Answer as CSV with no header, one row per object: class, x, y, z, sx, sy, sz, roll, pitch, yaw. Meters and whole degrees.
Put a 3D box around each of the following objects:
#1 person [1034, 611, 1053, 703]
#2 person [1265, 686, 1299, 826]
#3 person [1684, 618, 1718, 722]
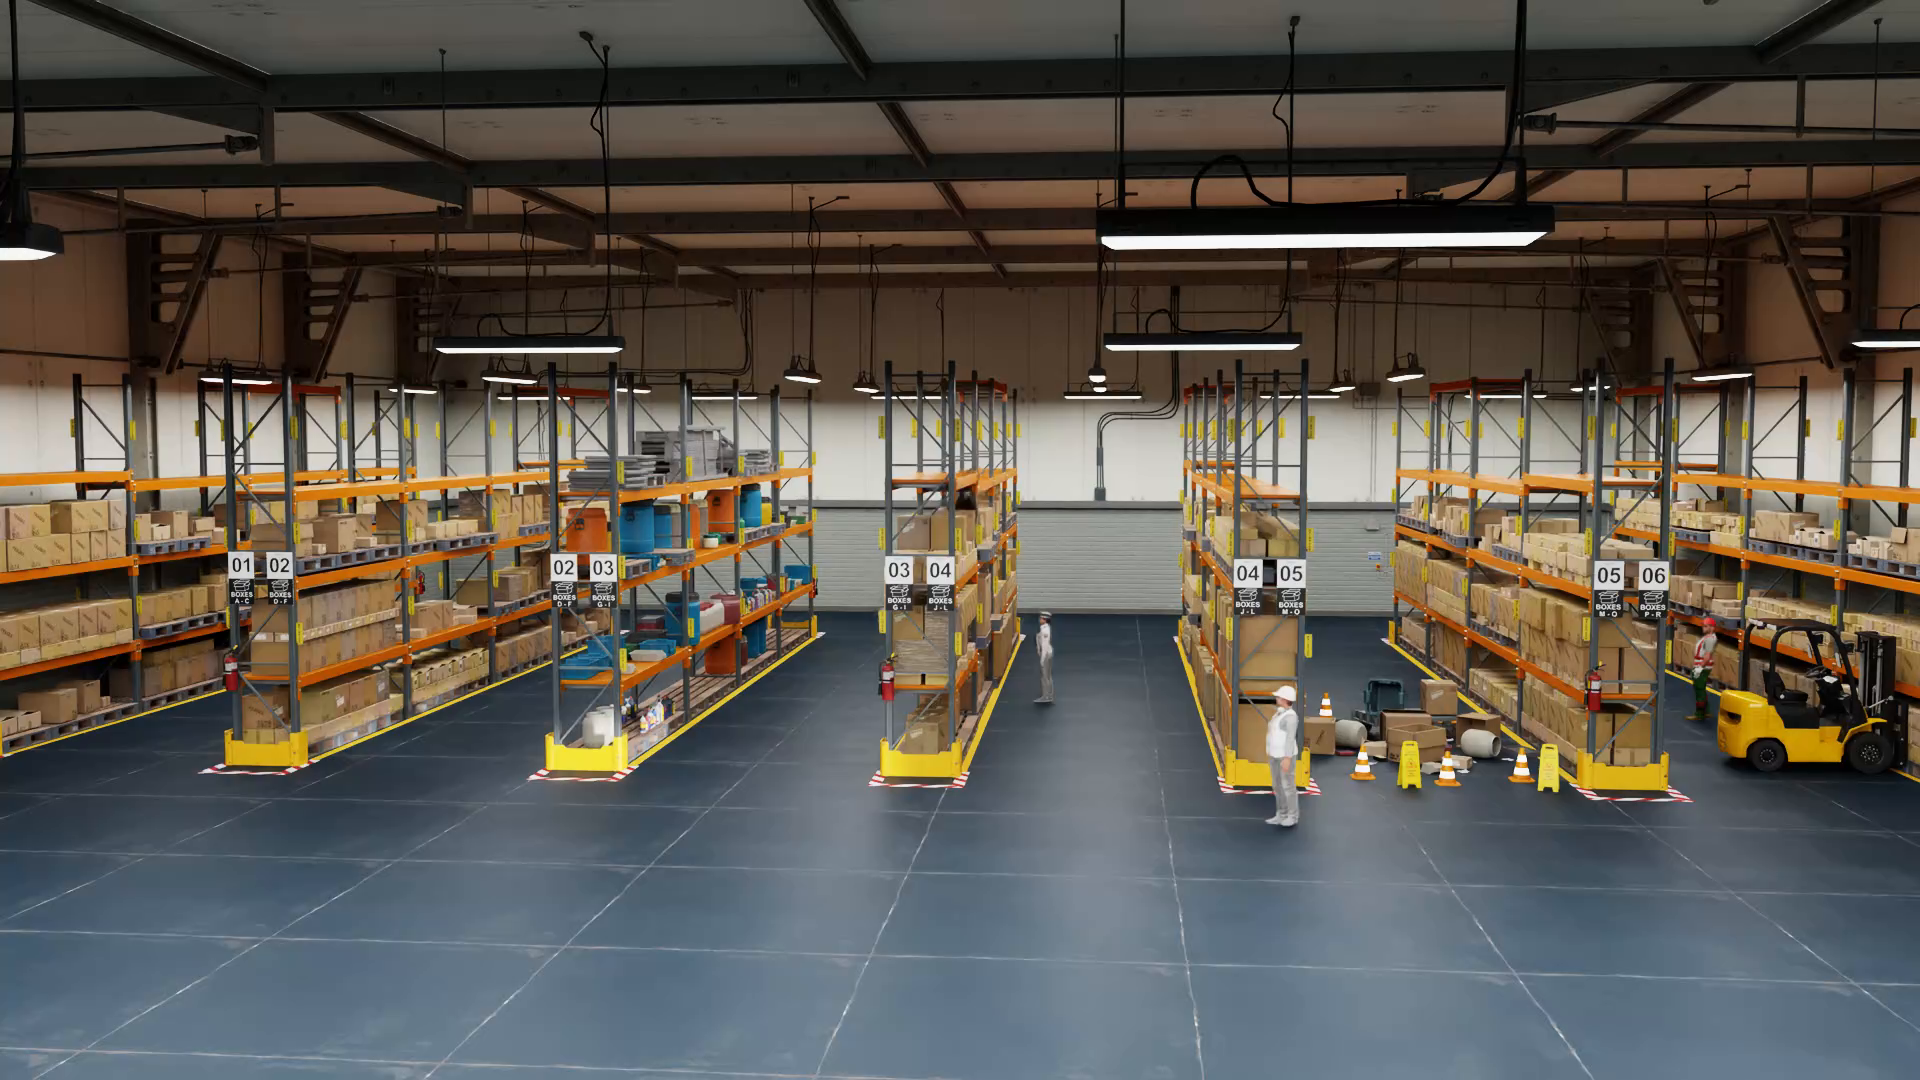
person,1.541,2.139,30.613,0.345,1.682,0.550,0,4,7
person,4.099,2.740,21.051,0.421,1.797,0.609,-1,4,-18
person,12.747,2.232,28.564,0.508,1.805,0.598,3,5,35
